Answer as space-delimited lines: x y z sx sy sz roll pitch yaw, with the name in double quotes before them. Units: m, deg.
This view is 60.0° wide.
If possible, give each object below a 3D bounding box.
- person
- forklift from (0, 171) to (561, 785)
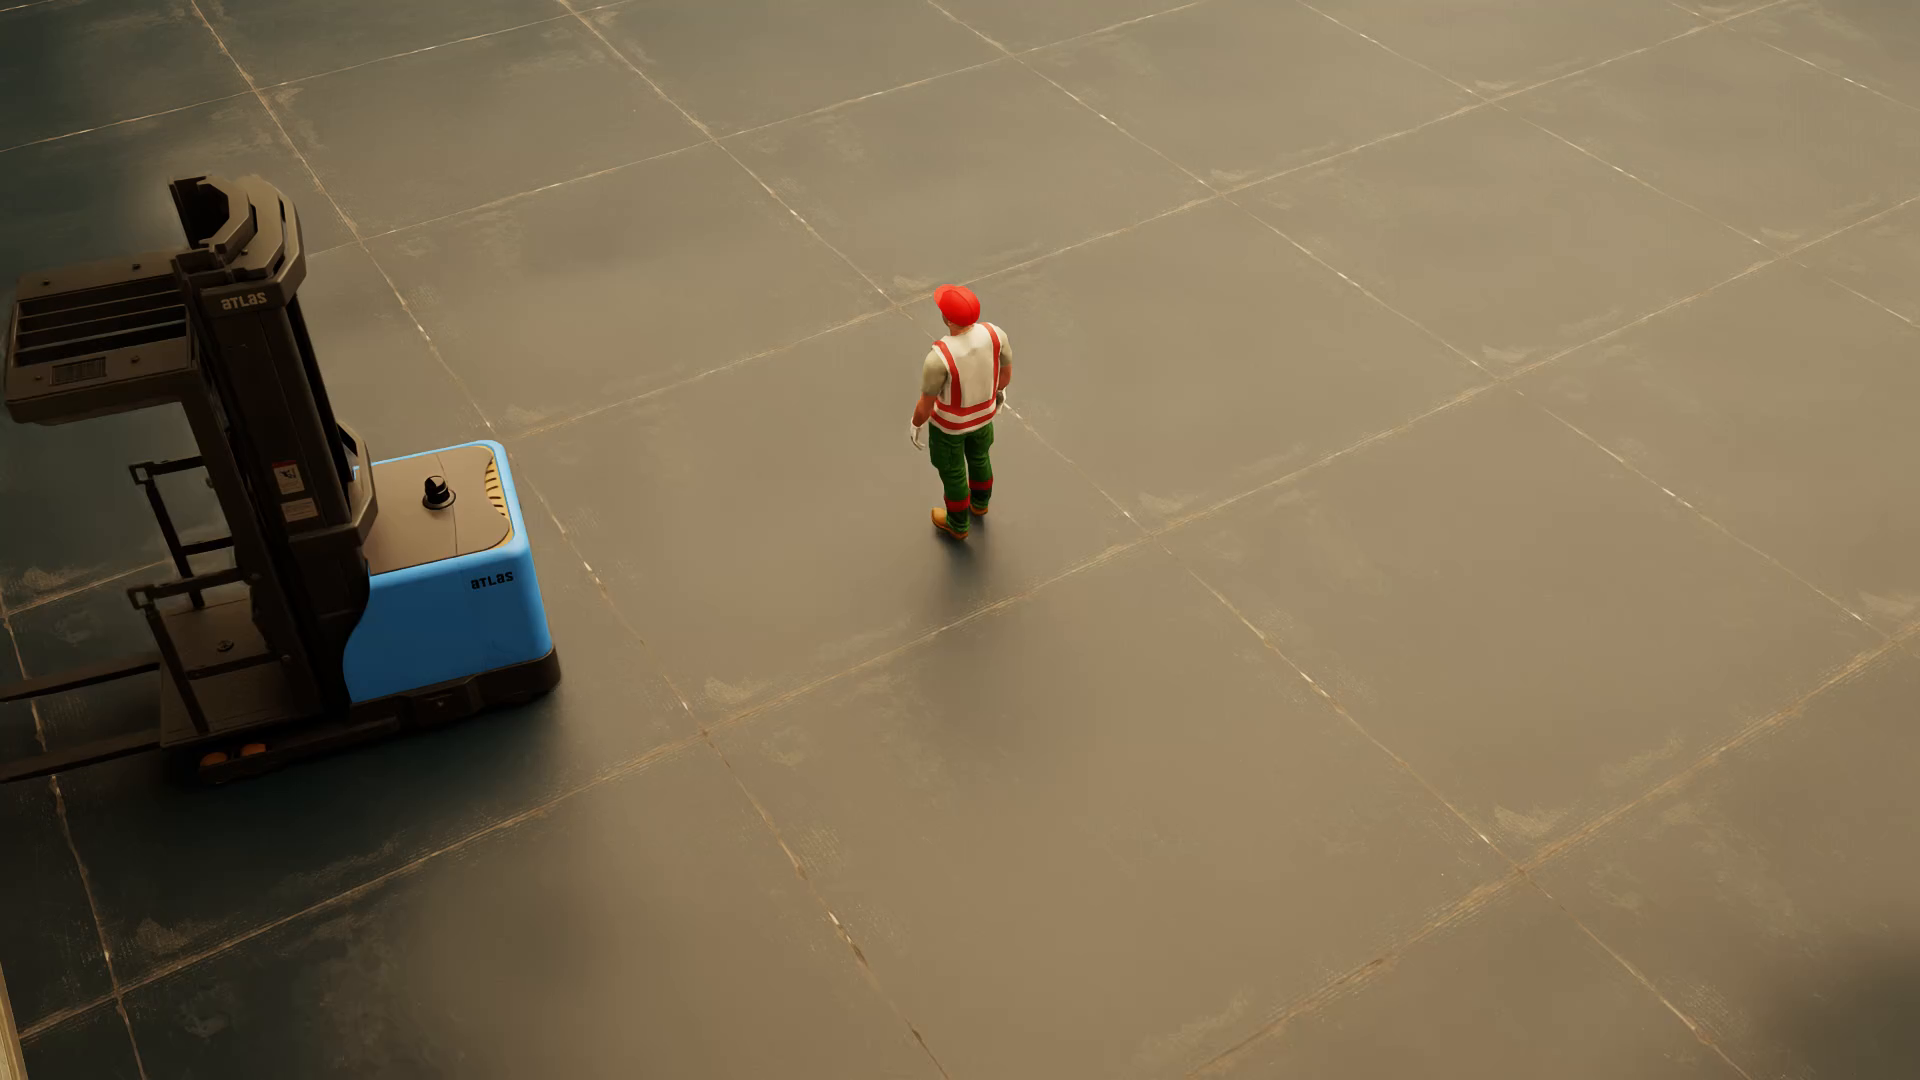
"person" -0.034 -0.758 9.534 0.638 1.789 0.561 -23 46 -24
"forklift" -3.762 -0.231 8.135 3.031 2.935 1.130 -14 43 -15
